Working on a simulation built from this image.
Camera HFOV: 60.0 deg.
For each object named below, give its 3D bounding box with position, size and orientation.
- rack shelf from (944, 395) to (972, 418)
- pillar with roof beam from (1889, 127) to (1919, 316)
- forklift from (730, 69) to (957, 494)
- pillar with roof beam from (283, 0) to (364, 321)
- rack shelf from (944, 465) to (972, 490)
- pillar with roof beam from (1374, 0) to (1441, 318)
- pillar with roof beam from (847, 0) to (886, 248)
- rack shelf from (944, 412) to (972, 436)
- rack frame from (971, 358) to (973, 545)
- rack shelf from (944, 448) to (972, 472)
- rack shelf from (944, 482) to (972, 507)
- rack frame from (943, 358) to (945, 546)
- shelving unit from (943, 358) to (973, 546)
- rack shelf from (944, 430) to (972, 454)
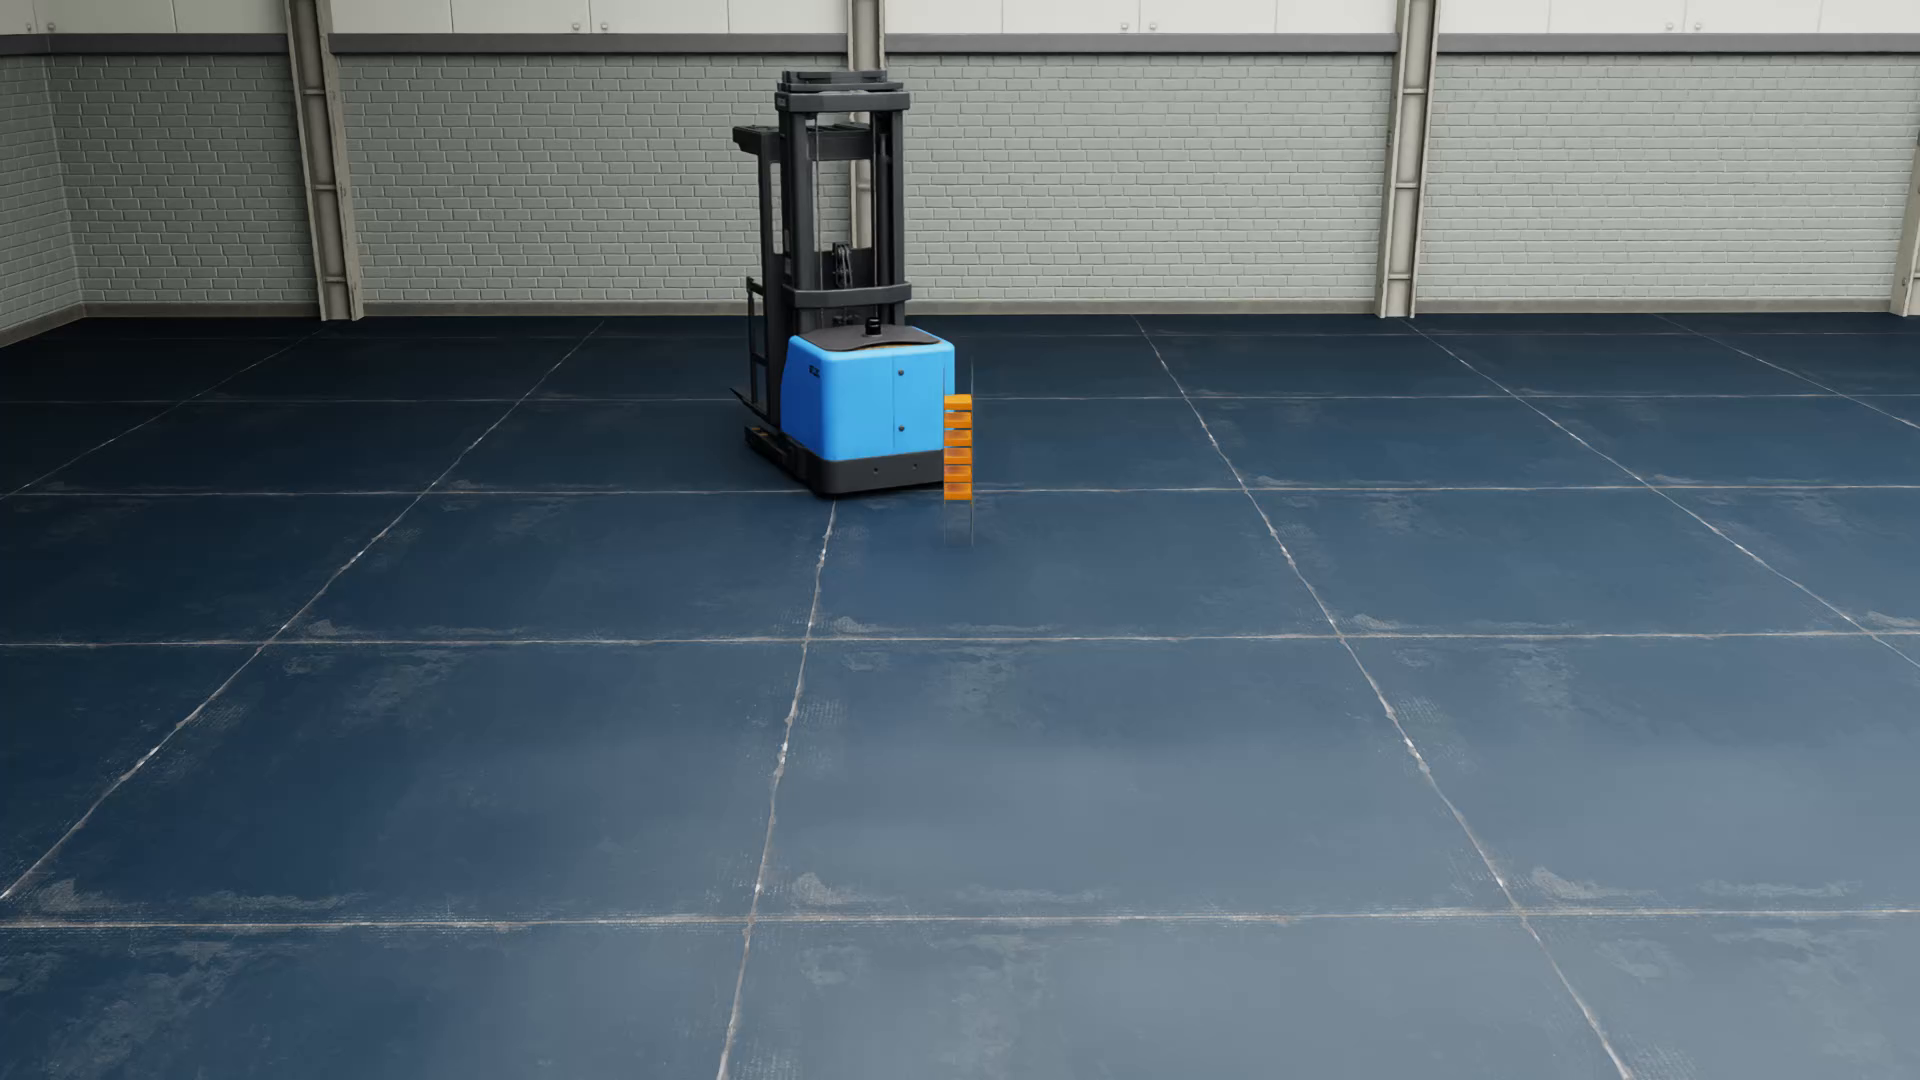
[{"bbox_3d":[-0.014,-0.872,10.768,0.180,0.103,0.258,0,18,-1],"label":"rack shelf"},{"bbox_3d":[11.049,-5.579,13.708,0.400,9.000,9.100,0,18,-1],"label":"pillar with roof beam"},{"bbox_3d":[-1.078,-2.134,12.902,1.130,2.935,3.031,-8,19,-23],"label":"forklift"},{"bbox_3d":[-6.949,-5.492,13.437,0.400,9.000,9.100,0,18,-1],"label":"pillar with roof beam"},{"bbox_3d":[-0.014,-0.415,10.914,0.180,0.103,0.258,0,18,-1],"label":"rack shelf"},{"bbox_3d":[5.050,-5.550,13.618,0.400,9.000,9.100,0,18,-1],"label":"pillar with roof beam"},{"bbox_3d":[-0.949,-5.521,13.527,0.400,9.000,9.100,0,18,-1],"label":"pillar with roof beam"},{"bbox_3d":[-0.014,-0.757,10.804,0.180,0.103,0.258,0,18,-1],"label":"rack shelf"},{"bbox_3d":[0.077,-0.572,10.865,0.006,1.200,0.240,0,18,-1],"label":"rack frame"},{"bbox_3d":[-0.014,-0.529,10.878,0.180,0.103,0.258,0,18,-1],"label":"rack shelf"},{"bbox_3d":[-0.014,-0.300,10.951,0.180,0.103,0.258,0,18,-1],"label":"rack shelf"},{"bbox_3d":[-0.106,-0.571,10.863,0.006,1.200,0.240,0,18,-1],"label":"rack frame"},{"bbox_3d":[-0.014,-0.571,10.864,0.189,1.200,0.258,0,18,-1],"label":"shelving unit"},{"bbox_3d":[-0.014,-0.643,10.841,0.180,0.103,0.258,0,18,-1],"label":"rack shelf"}]
